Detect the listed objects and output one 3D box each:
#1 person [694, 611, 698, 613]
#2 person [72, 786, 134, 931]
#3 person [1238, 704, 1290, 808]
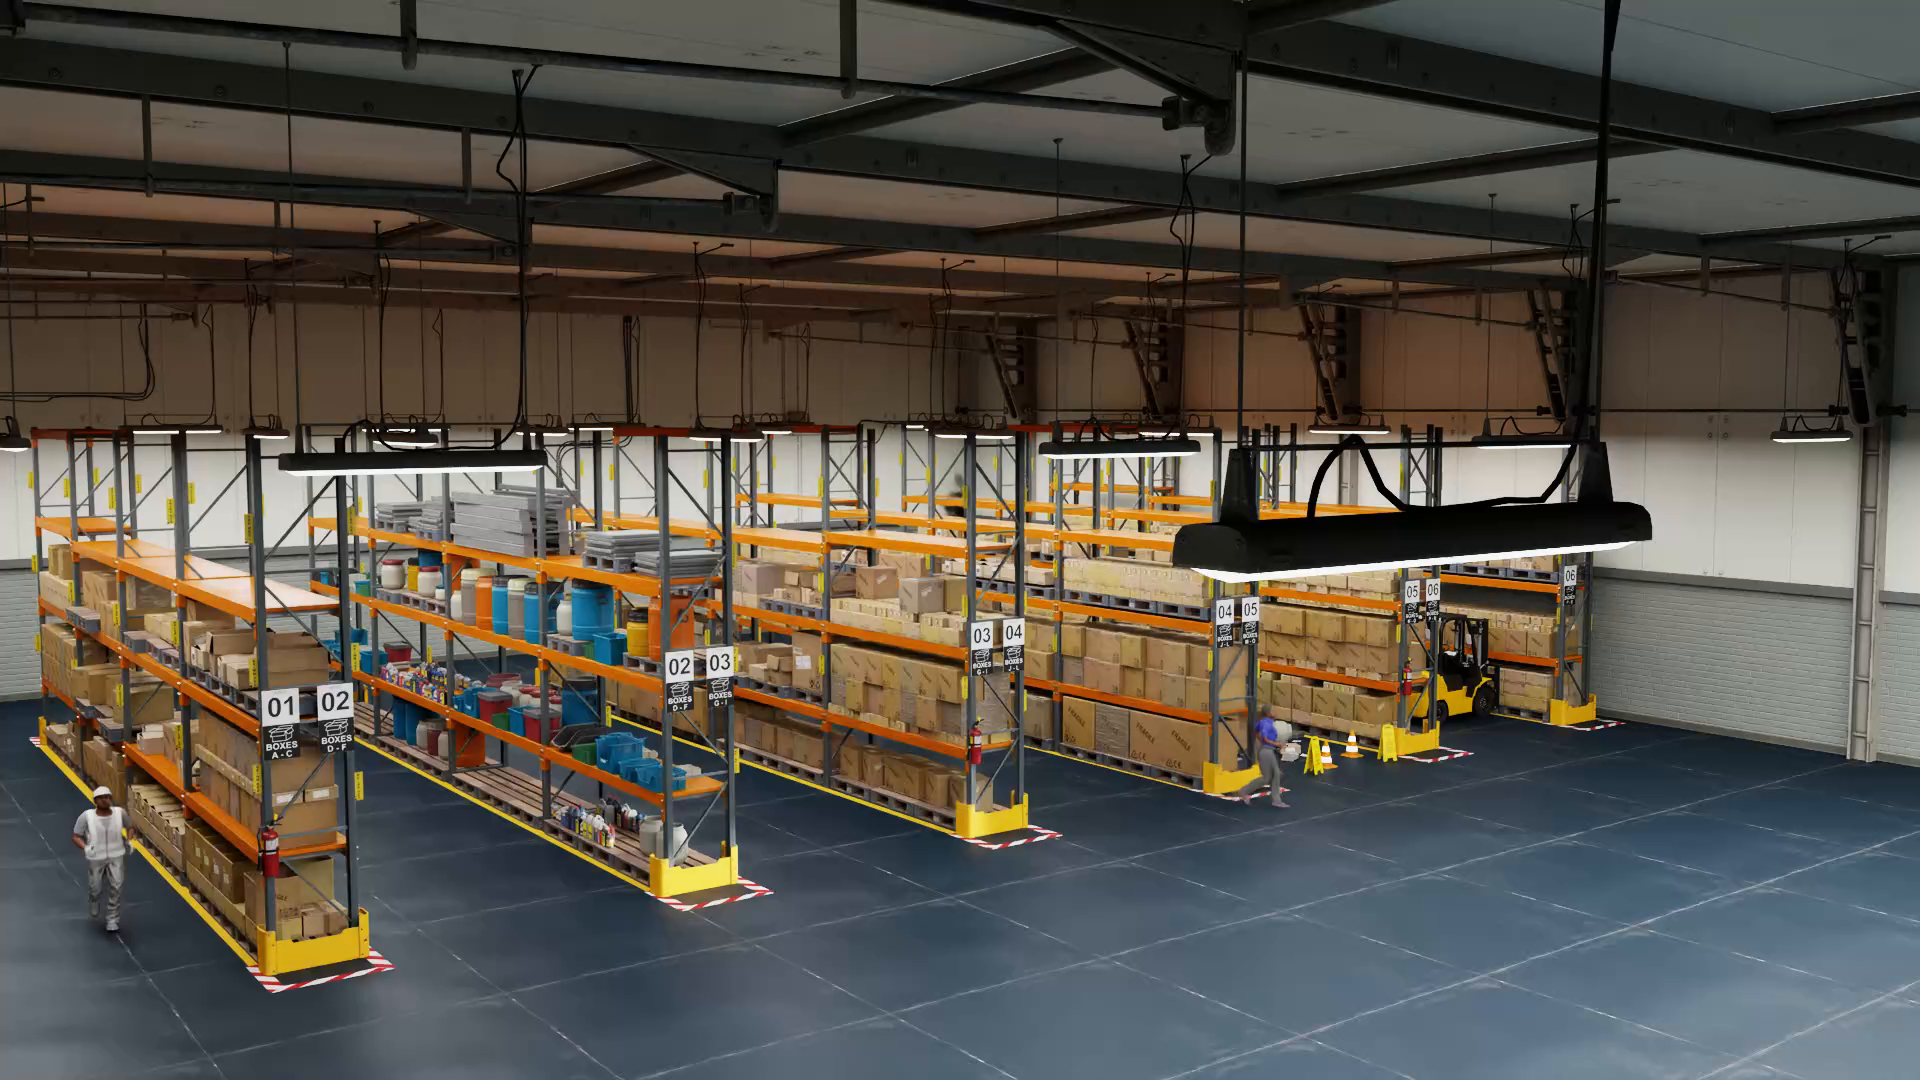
[{"bbox_3d":[-6.304,2.468,39.327,0.601,1.586,0.612,0,4,1],"label":"person"},{"bbox_3d":[-10.438,3.868,20.313,0.686,1.737,0.697,-3,6,-36],"label":"person"},{"bbox_3d":[4.841,3.437,26.485,0.829,1.651,0.602,0,4,6],"label":"person"}]
